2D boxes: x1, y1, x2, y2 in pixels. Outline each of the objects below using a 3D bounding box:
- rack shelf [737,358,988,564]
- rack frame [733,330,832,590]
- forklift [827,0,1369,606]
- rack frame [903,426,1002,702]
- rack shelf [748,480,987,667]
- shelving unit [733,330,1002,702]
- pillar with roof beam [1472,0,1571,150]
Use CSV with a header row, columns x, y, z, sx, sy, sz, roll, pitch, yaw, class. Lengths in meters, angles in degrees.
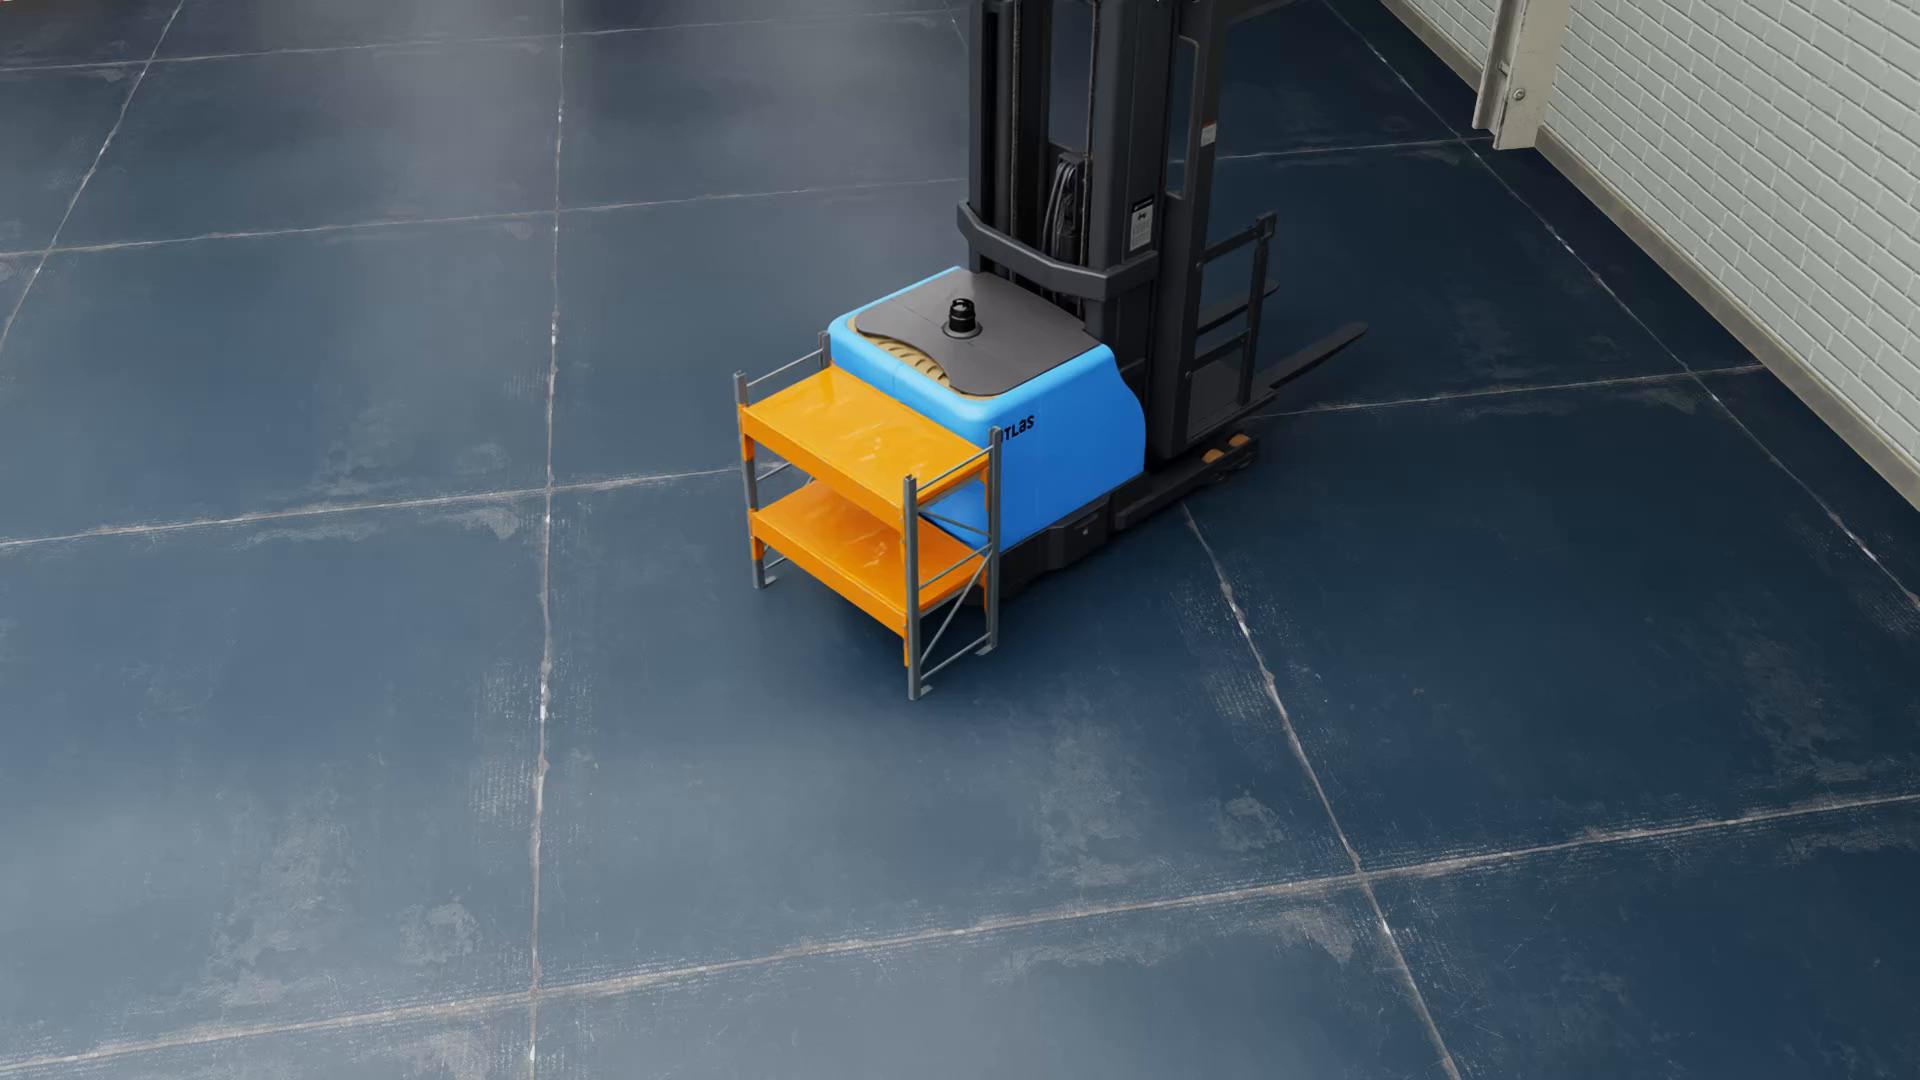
x,y,z,sx,sy,sz,roll,pitch,yaw,class
-0.382,-0.342,6.796,0.538,0.278,1.000,-31,47,-34,rack shelf
-0.738,-0.333,7.262,0.500,1.125,0.032,-31,47,-34,rack frame
0.836,-1.647,7.481,3.031,2.935,1.130,-29,46,-32,forklift
-0.025,0.111,6.690,0.500,1.125,0.032,-31,47,-34,rack frame
-0.382,0.082,7.126,0.538,0.278,1.000,-31,47,-34,rack shelf
-0.382,-0.111,6.976,0.538,1.125,1.048,-31,47,-34,shelving unit
-0.543,-5.832,7.922,9.100,9.000,0.400,-6,38,-8,pillar with roof beam
